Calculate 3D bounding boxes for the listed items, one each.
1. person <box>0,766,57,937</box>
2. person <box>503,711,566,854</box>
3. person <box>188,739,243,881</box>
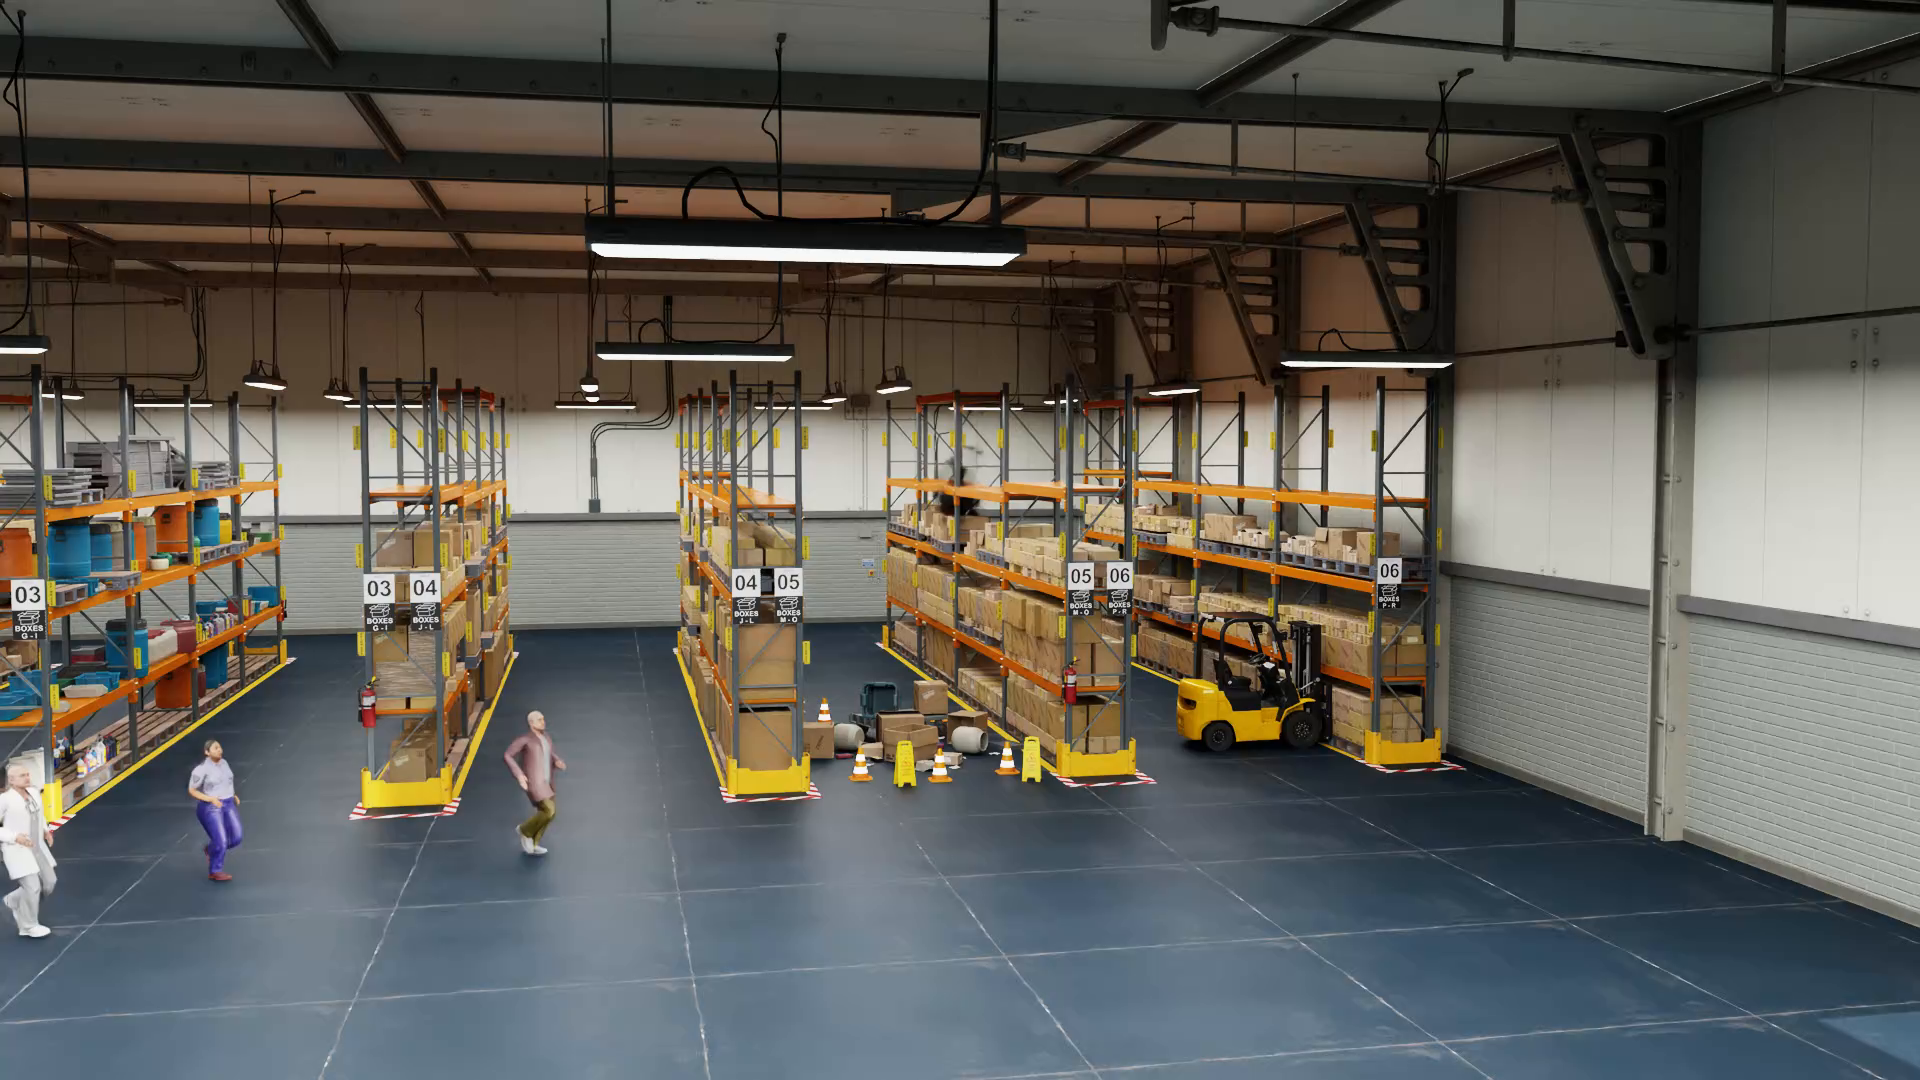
[{"bbox_3d":[-9.469,3.135,16.769,0.637,1.732,0.731,1,4,16],"label":"person"},{"bbox_3d":[-5.040,2.931,20.010,0.655,1.737,0.692,1,4,23],"label":"person"},{"bbox_3d":[-8.489,3.073,18.990,0.536,1.596,0.604,1,4,22],"label":"person"}]
